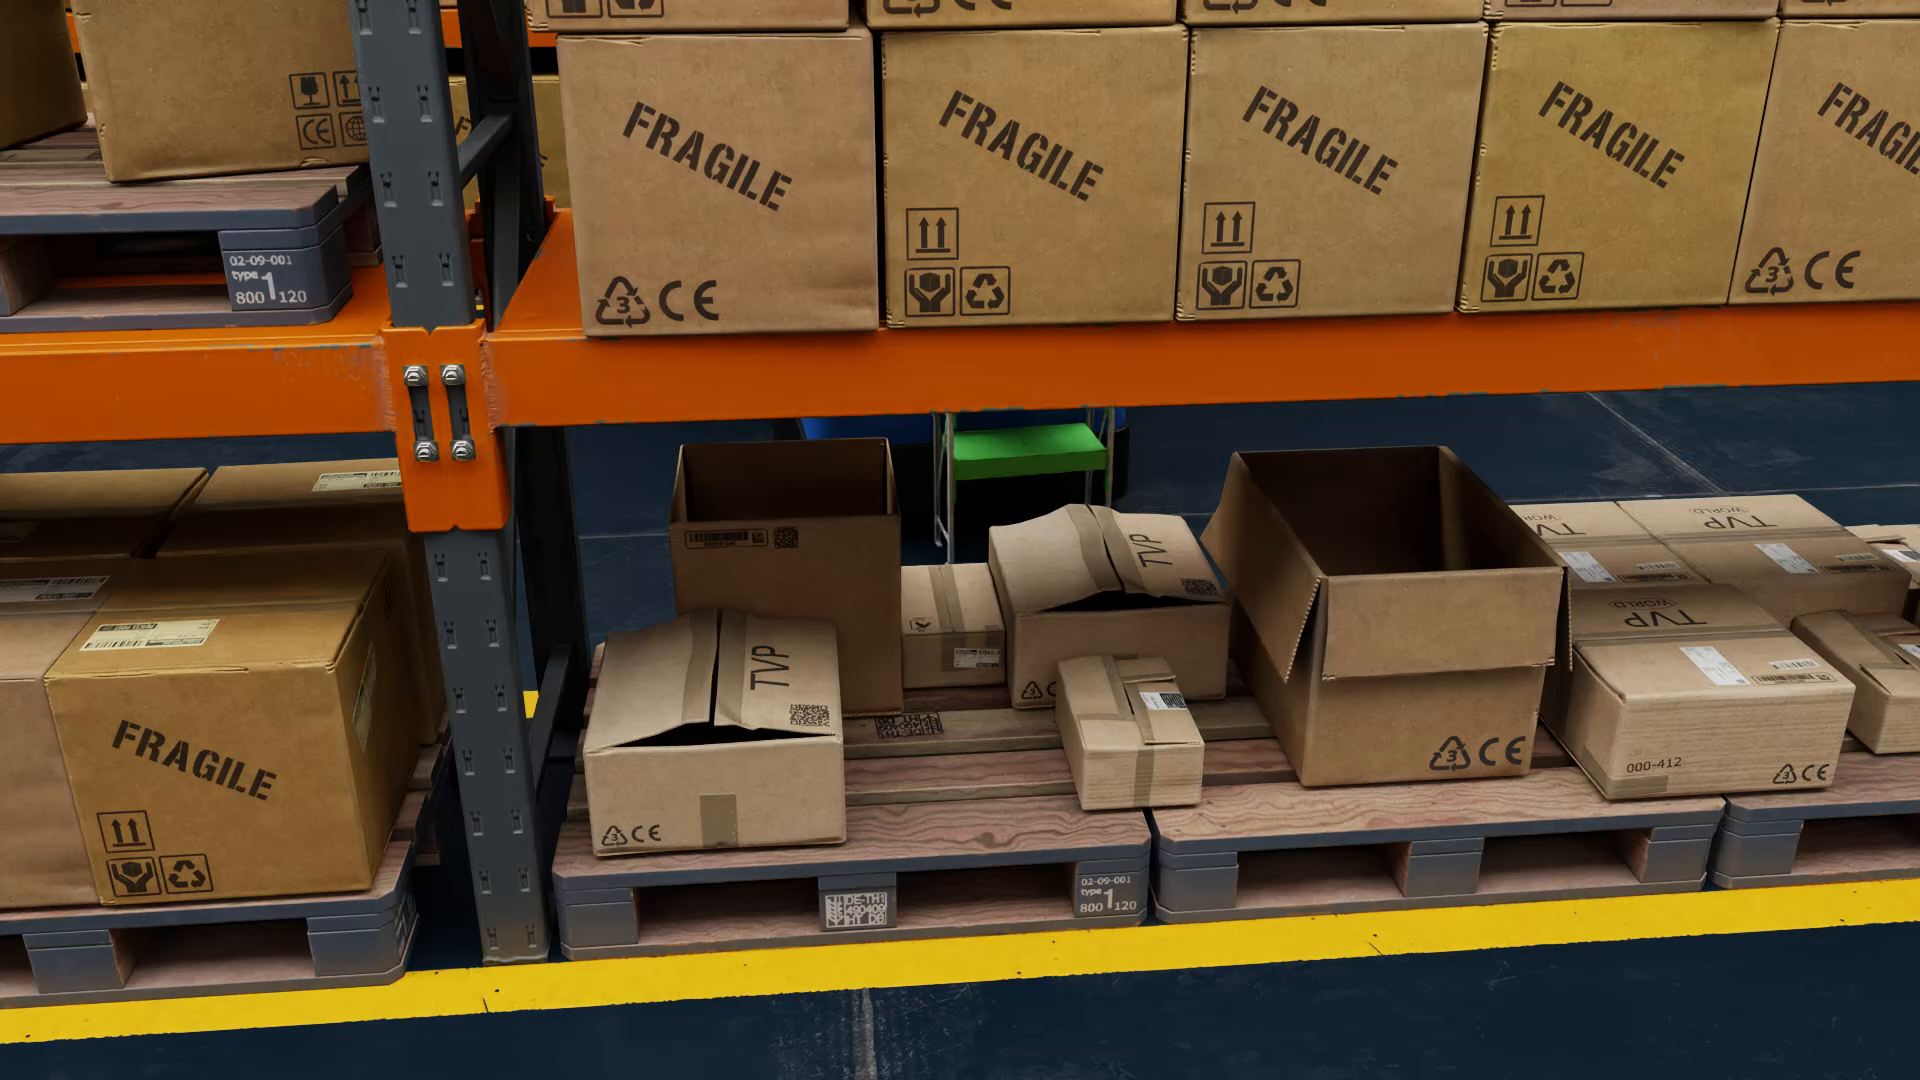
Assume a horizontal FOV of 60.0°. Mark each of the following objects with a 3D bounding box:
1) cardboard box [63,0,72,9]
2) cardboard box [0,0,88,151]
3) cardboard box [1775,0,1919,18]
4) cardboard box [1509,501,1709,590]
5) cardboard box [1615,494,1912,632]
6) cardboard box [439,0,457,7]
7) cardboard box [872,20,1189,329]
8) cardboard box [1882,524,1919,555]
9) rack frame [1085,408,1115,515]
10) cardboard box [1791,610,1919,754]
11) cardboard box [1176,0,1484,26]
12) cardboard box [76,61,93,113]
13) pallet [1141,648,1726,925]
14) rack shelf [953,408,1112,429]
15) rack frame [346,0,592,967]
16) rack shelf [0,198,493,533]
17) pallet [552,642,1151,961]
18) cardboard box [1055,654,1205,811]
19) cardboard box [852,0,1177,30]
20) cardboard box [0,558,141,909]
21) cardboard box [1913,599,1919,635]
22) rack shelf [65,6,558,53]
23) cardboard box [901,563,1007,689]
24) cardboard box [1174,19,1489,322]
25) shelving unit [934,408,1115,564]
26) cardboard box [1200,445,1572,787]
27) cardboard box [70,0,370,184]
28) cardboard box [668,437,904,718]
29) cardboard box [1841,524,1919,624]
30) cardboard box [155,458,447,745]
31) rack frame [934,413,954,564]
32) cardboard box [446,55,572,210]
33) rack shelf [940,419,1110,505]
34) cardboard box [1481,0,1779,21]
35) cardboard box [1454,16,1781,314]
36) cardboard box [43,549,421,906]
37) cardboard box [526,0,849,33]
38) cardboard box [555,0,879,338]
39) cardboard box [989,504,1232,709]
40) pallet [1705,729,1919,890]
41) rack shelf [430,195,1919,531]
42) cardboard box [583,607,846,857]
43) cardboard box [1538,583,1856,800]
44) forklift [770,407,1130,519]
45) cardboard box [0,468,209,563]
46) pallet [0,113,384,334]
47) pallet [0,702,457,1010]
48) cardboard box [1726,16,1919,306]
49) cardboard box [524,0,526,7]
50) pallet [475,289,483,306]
[{"bbox_3d":[-3.783,-2.440,7.330,0.250,0.149,0.380,-2,24,-4],"label":"cardboard box"},{"bbox_3d":[-2.111,-0.977,3.114,0.500,0.500,0.700,1,24,3],"label":"cardboard box"},{"bbox_3d":[1.607,-1.211,2.927,0.500,0.500,0.500,-2,24,-4],"label":"cardboard box"},{"bbox_3d":[1.477,0.122,4.126,0.500,0.250,0.500,-2,24,-5],"label":"cardboard box"},{"bbox_3d":[1.974,0.102,4.171,0.500,0.250,0.500,-2,24,-5],"label":"cardboard box"},{"bbox_3d":[-2.250,-2.477,7.415,0.250,0.149,0.380,-2,24,-3],"label":"cardboard box"},{"bbox_3d":[0.104,-0.698,3.005,0.500,0.500,0.500,-2,24,-4],"label":"cardboard box"},{"bbox_3d":[2.590,0.099,4.302,0.250,0.149,0.380,-2,24,-5],"label":"cardboard box"},{"bbox_3d":[0.428,-0.539,4.986,0.015,1.200,0.240,-5,24,-11],"label":"rack frame"},{"bbox_3d":[2.112,0.314,3.796,0.250,0.166,0.380,-2,24,-5],"label":"cardboard box"},{"bbox_3d":[0.582,-1.169,2.834,0.500,0.500,0.500,-3,24,-7],"label":"cardboard box"},{"bbox_3d":[-3.794,-1.781,7.694,0.750,0.750,0.750,-2,24,-5],"label":"cardboard box"},{"bbox_3d":[0.961,0.477,3.918,1.213,0.211,1.003,-2,24,-5],"label":"pallet"},{"bbox_3d":[0.189,-0.461,4.967,0.480,0.148,0.258,-5,24,-11],"label":"rack shelf"},{"bbox_3d":[-0.940,-0.721,3.178,0.127,3.000,1.000,-2,24,-5],"label":"rack frame"},{"bbox_3d":[-2.930,-0.312,3.145,4.000,0.370,1.077,-2,24,-5],"label":"rack shelf"},{"bbox_3d":[-0.256,0.527,3.805,1.213,0.211,1.003,-2,24,-5],"label":"pallet"},{"bbox_3d":[0.359,0.405,3.592,0.250,0.166,0.380,-2,24,-5],"label":"cardboard box"},{"bbox_3d":[0.070,-1.149,2.788,0.500,0.500,0.500,-3,24,-7],"label":"cardboard box"},{"bbox_3d":[-1.895,0.372,3.255,0.500,0.500,0.500,-2,24,-5],"label":"cardboard box"},{"bbox_3d":[2.524,0.182,3.683,0.500,0.500,0.500,-2,24,-5],"label":"cardboard box"},{"bbox_3d":[-3.421,-2.314,7.649,4.000,0.370,1.077,-2,24,-5],"label":"rack shelf"},{"bbox_3d":[-0.033,0.204,4.065,0.250,0.149,0.380,-2,24,-5],"label":"cardboard box"},{"bbox_3d":[0.602,-0.717,3.048,0.500,0.500,0.500,-2,24,-5],"label":"cardboard box"},{"bbox_3d":[0.189,-0.519,4.941,0.503,1.200,0.258,-5,24,-11],"label":"shelving unit"},{"bbox_3d":[0.929,0.142,3.769,0.637,0.503,0.797,-2,24,-5],"label":"cardboard box"},{"bbox_3d":[-1.433,-1.030,3.233,0.500,0.500,0.700,-11,26,-23],"label":"cardboard box"},{"bbox_3d":[-0.401,0.083,3.906,0.500,0.500,0.500,-2,24,-5],"label":"cardboard box"},{"bbox_3d":[2.342,0.101,4.276,0.250,0.166,0.380,-2,24,-5],"label":"cardboard box"},{"bbox_3d":[-1.445,0.141,3.775,0.500,0.500,0.500,-3,24,-8],"label":"cardboard box"},{"bbox_3d":[-0.049,-0.499,4.896,0.015,1.200,0.240,-5,24,-11],"label":"rack frame"},{"bbox_3d":[-2.064,-1.854,7.857,0.750,0.750,0.750,-2,24,-5],"label":"cardboard box"},{"bbox_3d":[0.189,-0.241,5.064,0.480,0.148,0.258,-5,24,-11],"label":"rack shelf"},{"bbox_3d":[1.096,-1.190,2.881,0.500,0.500,0.500,-2,24,-4],"label":"cardboard box"},{"bbox_3d":[1.108,-0.738,3.095,0.500,0.500,0.500,-3,24,-6],"label":"cardboard box"},{"bbox_3d":[-1.403,0.356,3.292,0.500,0.500,0.500,-2,24,-5],"label":"cardboard box"},{"bbox_3d":[-0.443,-1.128,2.741,0.500,0.500,0.500,-2,24,-4],"label":"cardboard box"},{"bbox_3d":[-0.406,-0.677,2.956,0.500,0.500,0.500,-2,24,-4],"label":"cardboard box"},{"bbox_3d":[0.346,0.140,4.011,0.500,0.311,0.500,-2,24,-5],"label":"cardboard box"},{"bbox_3d":[2.172,0.429,4.025,1.213,0.211,1.003,-2,24,-5],"label":"pallet"},{"bbox_3d":[1.051,-0.472,3.504,4.000,0.370,1.077,-2,24,-5],"label":"rack shelf"},{"bbox_3d":[-0.501,0.378,3.476,0.500,0.311,0.500,-2,24,-5],"label":"cardboard box"},{"bbox_3d":[1.576,0.322,3.676,0.500,0.250,0.500,-2,24,-5],"label":"cardboard box"},{"bbox_3d":[-0.245,-1.962,6.056,1.130,2.935,3.031,-5,24,-10],"label":"forklift"},{"bbox_3d":[-1.975,0.167,3.717,0.500,0.500,0.500,-2,24,-4],"label":"cardboard box"},{"bbox_3d":[-1.746,-0.645,3.245,1.213,0.211,1.003,-2,24,-5],"label":"pallet"},{"bbox_3d":[-1.745,0.601,3.637,1.213,0.211,1.003,-2,24,-5],"label":"pallet"},{"bbox_3d":[1.609,-0.758,3.140,0.500,0.500,0.500,-2,24,-5],"label":"cardboard box"},{"bbox_3d":[-1.988,-2.470,7.398,0.250,0.149,0.380,-2,24,-4],"label":"cardboard box"},{"bbox_3d":[-2.191,-1.387,8.111,1.213,0.211,1.003,-2,24,-5],"label":"pallet"}]
